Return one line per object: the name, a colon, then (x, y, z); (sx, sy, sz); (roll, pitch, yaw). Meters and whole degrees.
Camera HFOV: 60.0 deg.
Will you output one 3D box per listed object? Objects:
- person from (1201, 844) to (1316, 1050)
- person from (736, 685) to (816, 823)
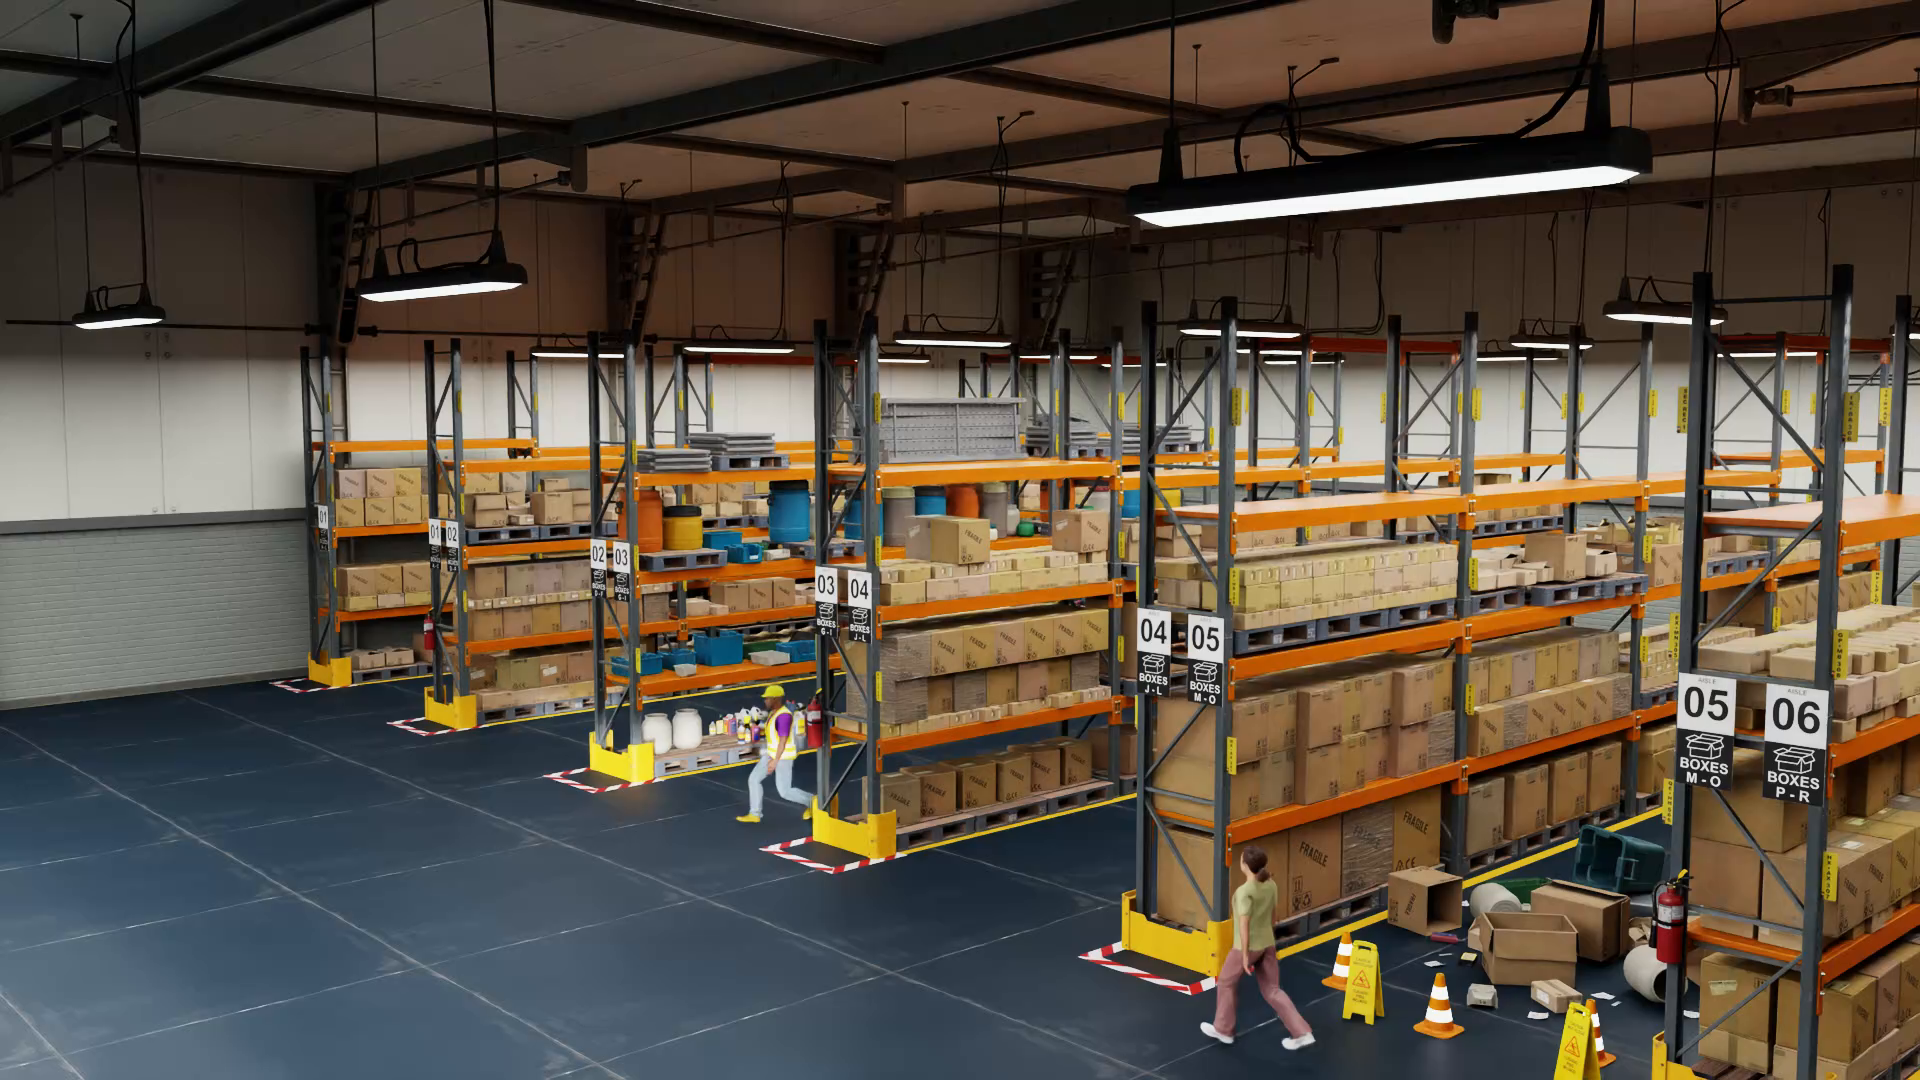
person: (2.326, 3.201, 13.017); (0.448, 1.627, 1.002); (-4, 7, -41)
person: (-2.206, 2.578, 20.083); (1.055, 1.649, 0.564); (-2, 6, -26)
